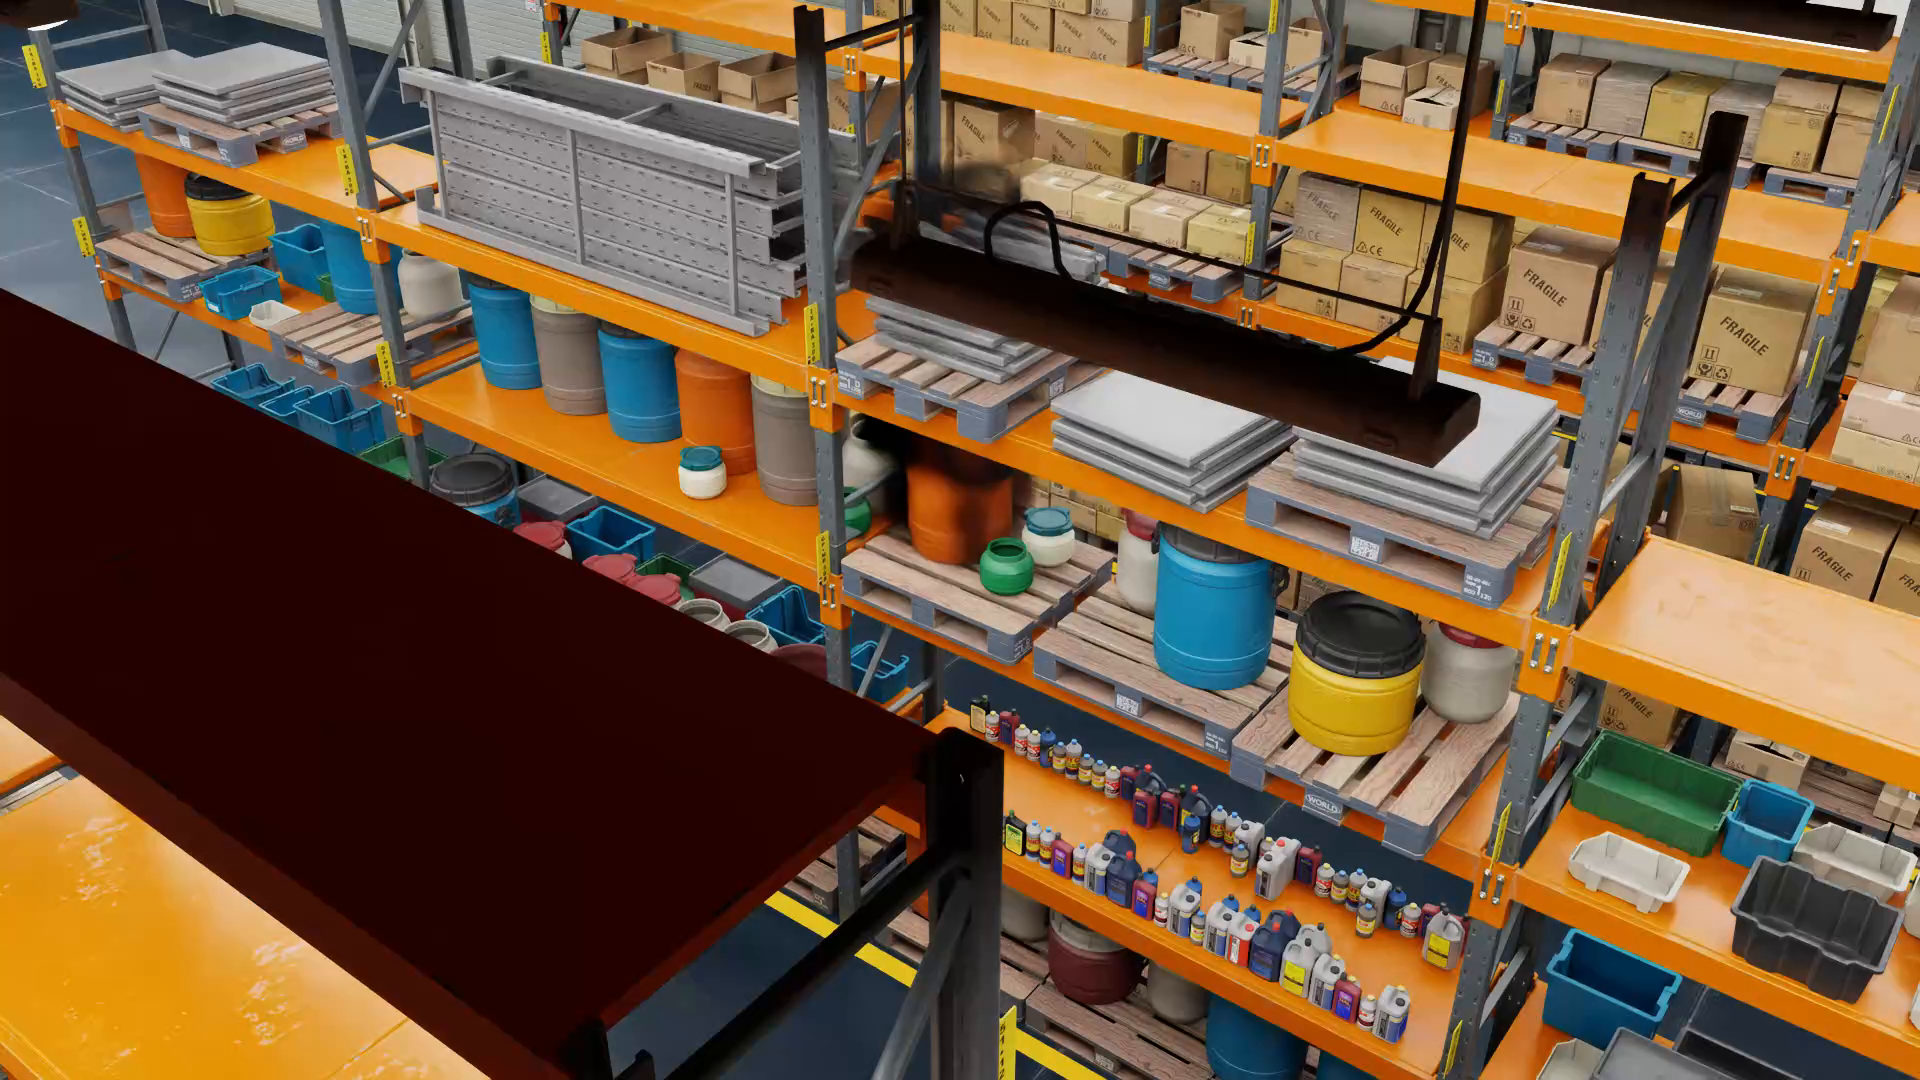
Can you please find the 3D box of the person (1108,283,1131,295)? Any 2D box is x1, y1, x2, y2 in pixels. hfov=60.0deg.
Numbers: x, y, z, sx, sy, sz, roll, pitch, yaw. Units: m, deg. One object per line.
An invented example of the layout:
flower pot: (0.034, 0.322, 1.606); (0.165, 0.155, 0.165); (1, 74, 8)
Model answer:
person: (1.626, -2.284, 17.558); (0.807, 1.643, 0.606); (-4, 32, -6)
